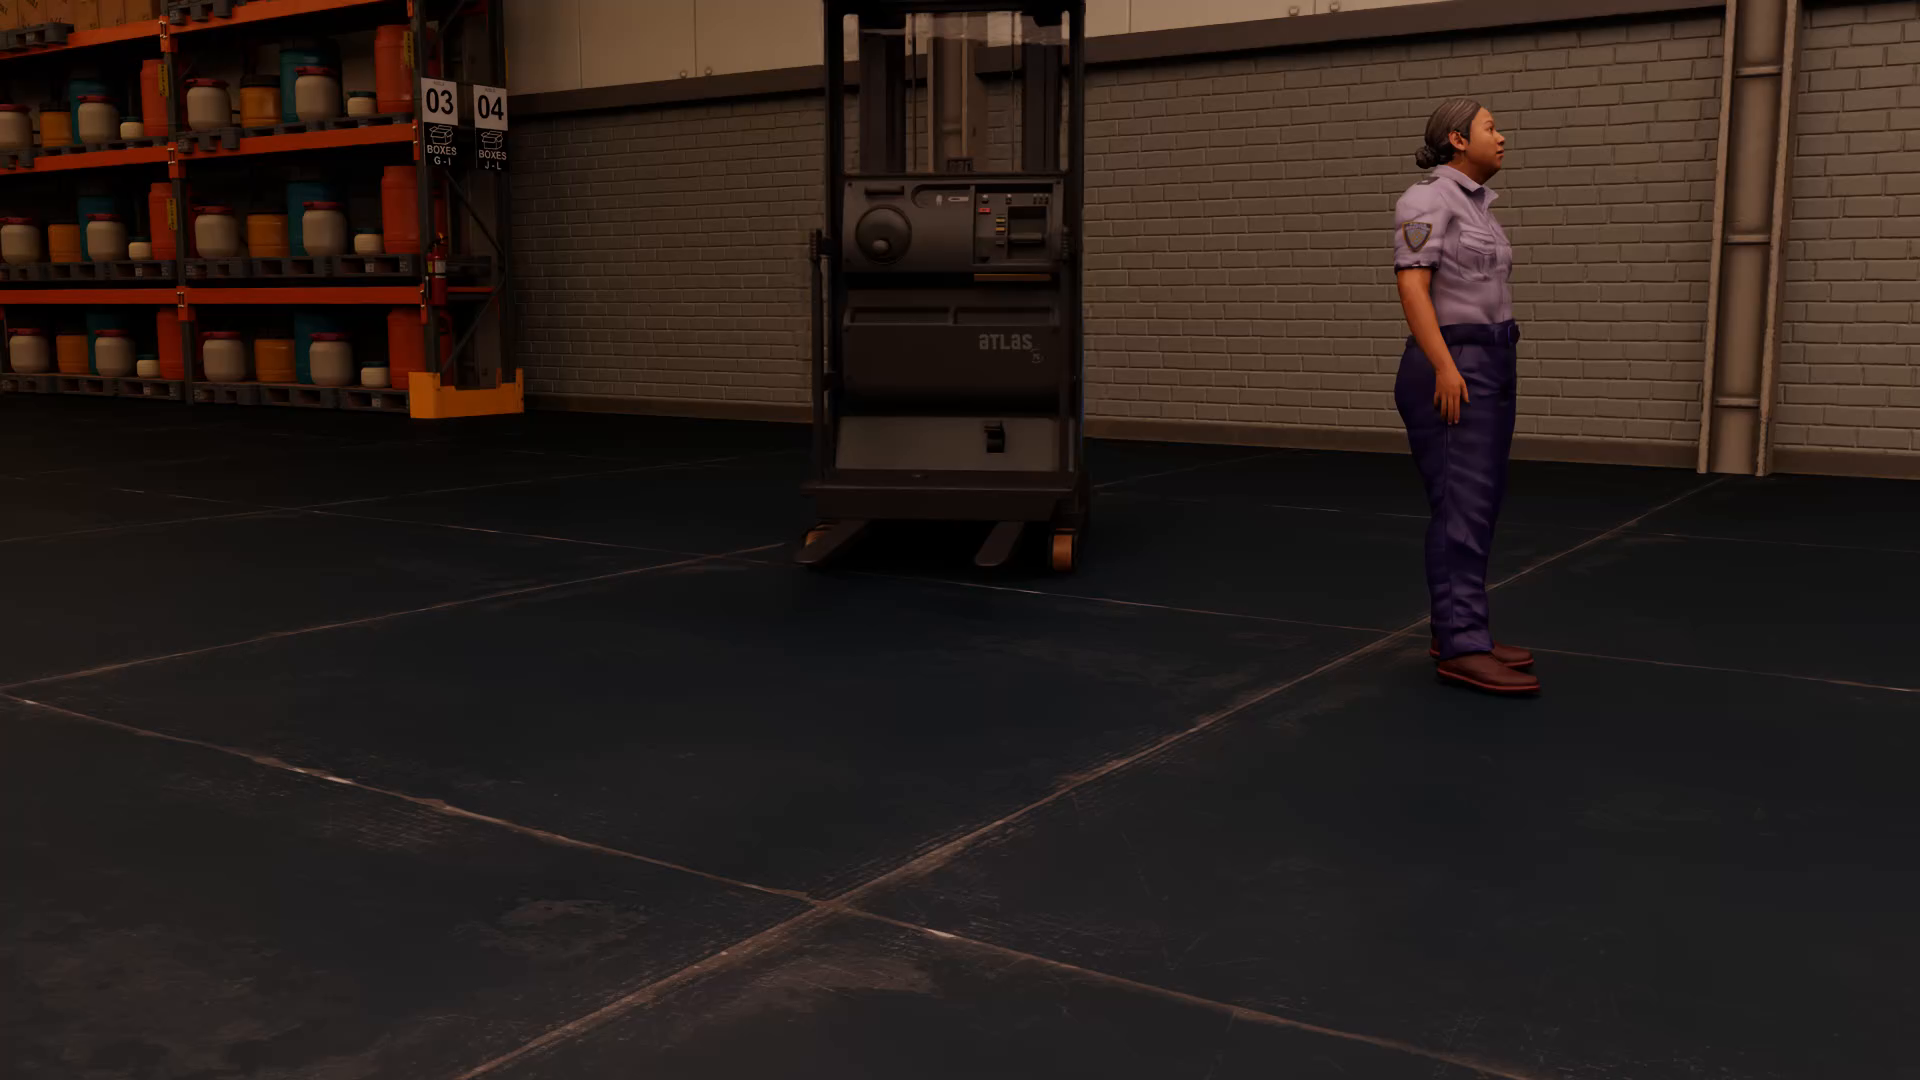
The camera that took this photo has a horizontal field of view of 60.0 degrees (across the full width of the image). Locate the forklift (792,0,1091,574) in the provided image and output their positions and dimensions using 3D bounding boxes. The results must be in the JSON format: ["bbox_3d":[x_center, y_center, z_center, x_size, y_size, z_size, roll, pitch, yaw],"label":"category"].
[{"bbox_3d":[-0.051,-1.364,6.788,1.130,2.935,3.031,1,8,6],"label":"forklift"}]

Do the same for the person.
[{"bbox_3d":[1.520,-0.438,4.781,0.502,1.651,0.598,6,10,34],"label":"person"}]
